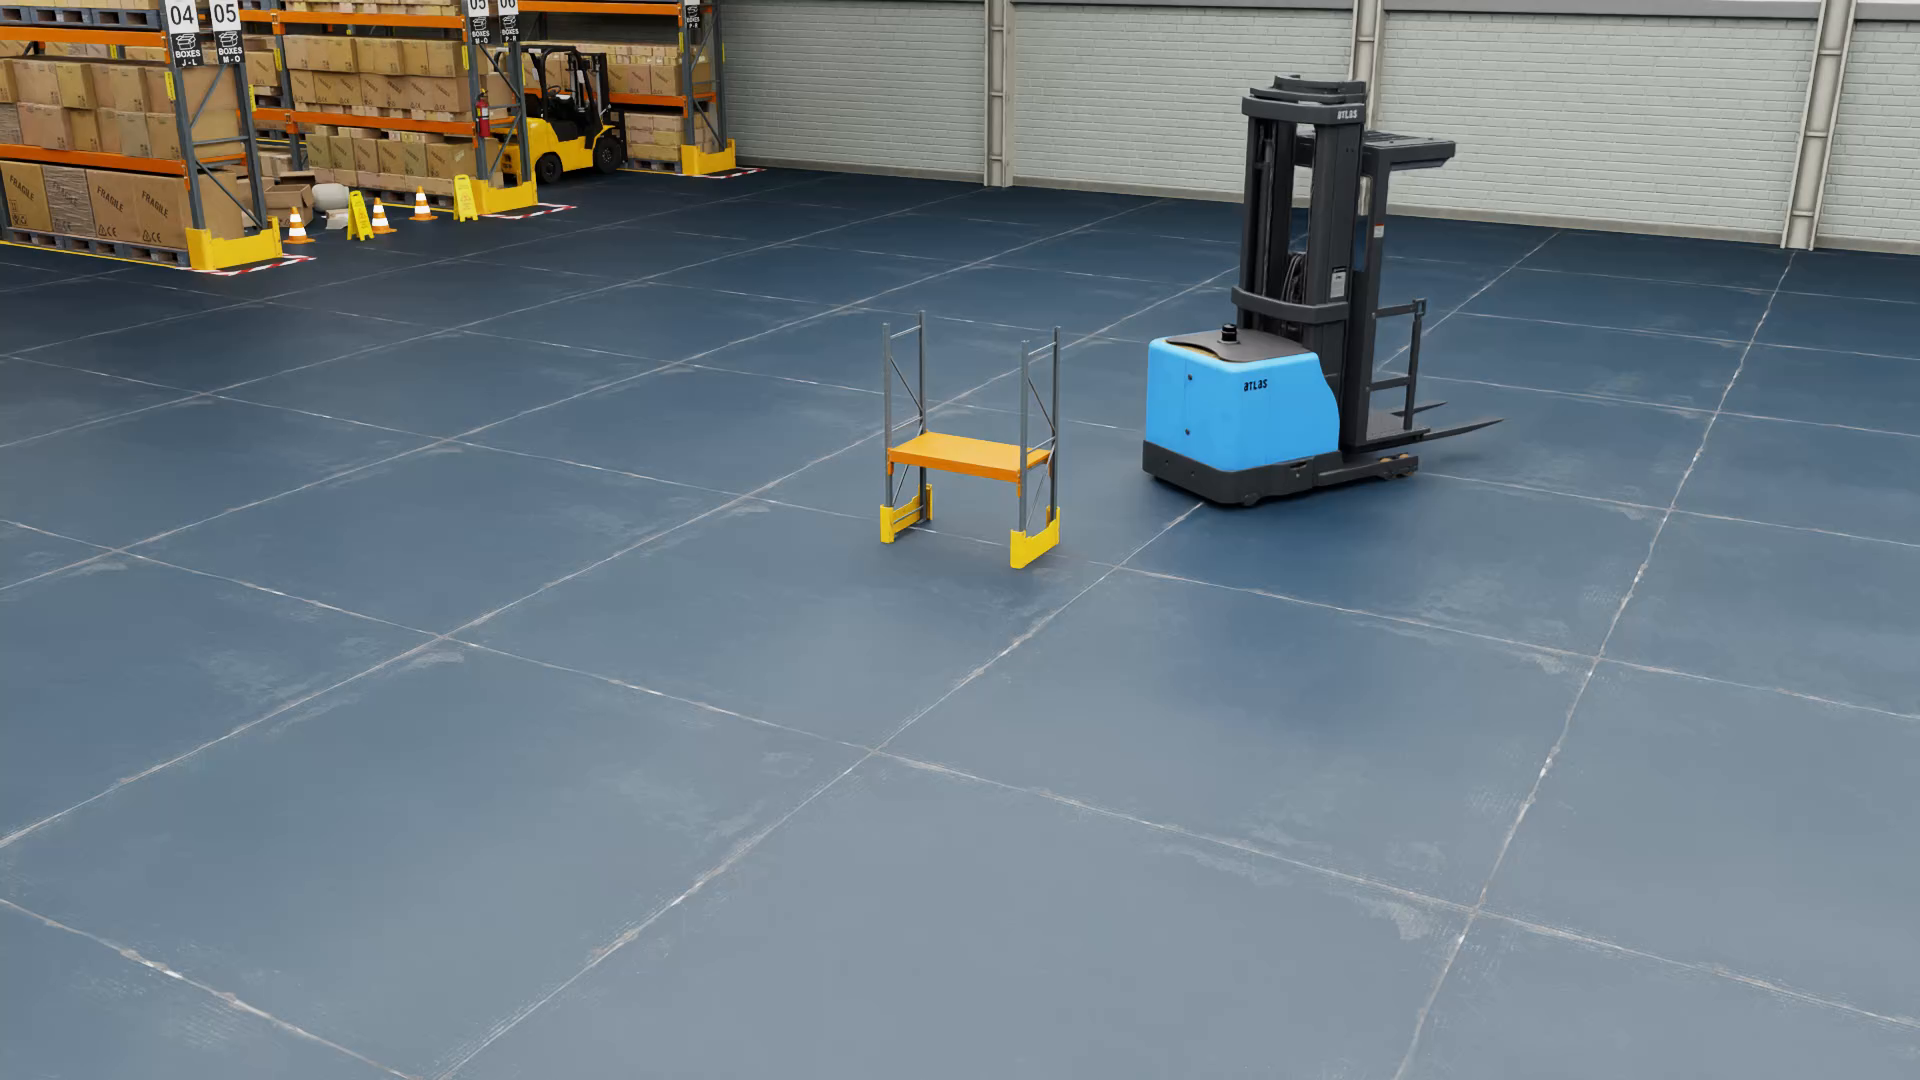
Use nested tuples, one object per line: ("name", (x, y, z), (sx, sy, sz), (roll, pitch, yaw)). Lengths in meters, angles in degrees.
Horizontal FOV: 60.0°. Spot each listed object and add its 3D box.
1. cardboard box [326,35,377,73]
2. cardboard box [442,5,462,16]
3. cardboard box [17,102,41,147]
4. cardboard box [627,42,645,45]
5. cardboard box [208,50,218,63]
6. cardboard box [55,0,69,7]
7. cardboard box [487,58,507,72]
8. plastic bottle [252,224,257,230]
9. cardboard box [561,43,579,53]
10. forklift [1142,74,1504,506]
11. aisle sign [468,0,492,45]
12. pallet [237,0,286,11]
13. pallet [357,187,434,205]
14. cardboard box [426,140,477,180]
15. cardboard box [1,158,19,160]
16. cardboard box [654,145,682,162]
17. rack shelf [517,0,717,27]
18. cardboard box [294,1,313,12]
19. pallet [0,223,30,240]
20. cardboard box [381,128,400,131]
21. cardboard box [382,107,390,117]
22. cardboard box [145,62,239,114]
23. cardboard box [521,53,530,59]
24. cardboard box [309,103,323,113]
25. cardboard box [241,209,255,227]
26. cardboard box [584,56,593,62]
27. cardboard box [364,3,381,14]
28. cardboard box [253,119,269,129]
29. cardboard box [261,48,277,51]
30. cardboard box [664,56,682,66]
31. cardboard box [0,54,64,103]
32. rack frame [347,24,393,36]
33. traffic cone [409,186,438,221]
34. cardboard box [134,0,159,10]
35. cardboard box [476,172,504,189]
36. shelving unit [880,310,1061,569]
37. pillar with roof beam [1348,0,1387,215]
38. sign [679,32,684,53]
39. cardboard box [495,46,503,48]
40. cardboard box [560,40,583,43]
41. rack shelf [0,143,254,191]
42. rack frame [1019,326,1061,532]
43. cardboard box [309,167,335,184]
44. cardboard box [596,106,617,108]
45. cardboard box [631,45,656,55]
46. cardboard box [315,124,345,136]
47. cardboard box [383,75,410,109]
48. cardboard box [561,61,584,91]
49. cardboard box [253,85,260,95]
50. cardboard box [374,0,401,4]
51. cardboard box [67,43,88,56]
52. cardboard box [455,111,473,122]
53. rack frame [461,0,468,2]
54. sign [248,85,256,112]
("cardboard box", (-9.199, -7.428, 25.395), (0.500, 0.500, 0.700), (10, 22, 26))
("cardboard box", (-7.294, -7.695, 24.149), (0.250, 0.149, 0.380), (11, 23, 28))
("cardboard box", (-11.845, -5.530, 21.990), (0.550, 0.550, 0.875), (11, 23, 27))
("cardboard box", (-5.699, -8.765, 29.594), (0.250, 0.149, 0.380), (10, 22, 26))
("cardboard box", (-11.734, -7.655, 26.869), (0.500, 0.500, 0.500), (12, 23, 29))
("cardboard box", (-10.959, -6.681, 20.592), (0.250, 0.149, 0.380), (11, 23, 28))
("cardboard box", (-8.474, -8.740, 30.549), (0.500, 0.250, 0.500), (10, 22, 26))
("plastic bottle", (-9.865, -4.414, 23.445), (0.283, 0.061, 0.133), (3, 20, 9))
("cardboard box", (-6.873, -8.756, 29.570), (0.250, 0.149, 0.380), (10, 22, 26))
("forklift", (2.913, -1.974, 12.509), (3.031, 2.935, 1.130), (-12, 23, -29))
("aisle sign", (-6.933, -7.552, 23.974), (0.004, 0.787, 0.394), (11, 23, 27))
("pallet", (-10.825, -8.548, 26.409), (1.003, 0.211, 1.213), (11, 23, 27))
("pallet", (-8.665, -5.478, 26.156), (1.213, 0.211, 1.003), (11, 23, 27))
("cardboard box", (-7.673, -5.740, 25.106), (0.500, 0.500, 0.500), (11, 23, 28))
("cardboard box", (-13.250, -4.818, 22.932), (0.750, 0.750, 1.050), (11, 23, 27))
("cardboard box", (-4.993, -6.794, 29.113), (0.500, 0.250, 0.500), (11, 23, 28))
("rack shelf", (-6.175, -9.310, 29.287), (4.000, 0.370, 1.077), (11, 23, 27))
("cardboard box", (-9.985, -8.198, 25.537), (0.250, 0.149, 0.380), (11, 23, 27))
("pallet", (-13.374, -4.397, 23.176), (1.213, 0.211, 1.003), (11, 23, 27))
("cardboard box", (-10.875, -8.209, 32.463), (0.625, 0.625, 0.875), (12, 23, 29))
("cardboard box", (-8.602, -6.567, 25.439), (0.250, 0.149, 0.380), (11, 23, 27))
("cardboard box", (-9.477, -5.588, 20.567), (0.550, 0.550, 0.875), (11, 23, 27))
("cardboard box", (-7.771, -8.791, 30.103), (0.250, 0.149, 0.380), (10, 22, 26))
("cardboard box", (-9.974, -6.800, 26.080), (0.250, 0.149, 0.380), (12, 23, 29))
("cardboard box", (-10.265, -4.579, 23.599), (0.258, 0.266, 0.396), (16, 25, 36))
("cardboard box", (-6.430, -8.528, 29.378), (0.250, 0.149, 0.380), (10, 22, 26))
("cardboard box", (-8.657, -7.937, 24.817), (0.250, 0.149, 0.380), (10, 22, 27))
("cardboard box", (-14.123, -8.690, 33.973), (0.500, 0.500, 0.500), (10, 22, 27))
("cardboard box", (-11.045, -7.723, 27.058), (0.500, 0.500, 0.500), (11, 23, 27))
("cardboard box", (-4.868, -8.231, 28.560), (0.250, 0.149, 0.380), (11, 23, 28))
("cardboard box", (-12.359, -6.108, 22.002), (0.550, 0.550, 0.875), (11, 23, 27))
("rack frame", (-11.413, -9.236, 32.427), (0.127, 3.000, 1.000), (11, 23, 27))
("traffic cone", (-7.851, -4.922, 24.255), (0.334, 0.463, 0.336), (11, 23, 27))
("cardboard box", (-9.627, -6.427, 19.892), (0.250, 0.149, 0.380), (11, 23, 27))
("cardboard box", (-7.415, -5.548, 25.678), (0.500, 0.250, 0.500), (11, 22, 27))
("shelving unit", (0.067, -0.692, 11.074), (1.083, 1.500, 0.587), (11, 23, 27))
("pillar with roof beam", (3.780, -7.832, 19.760), (0.400, 9.000, 9.100), (11, 23, 27))
("sign", (-4.705, -8.402, 28.082), (0.005, 0.325, 0.100), (11, 23, 27))
("cardboard box", (-8.549, -9.147, 31.084), (0.250, 0.149, 0.380), (11, 23, 27))
("cardboard box", (-7.058, -9.005, 30.257), (0.250, 0.149, 0.380), (11, 22, 27))
("rack shelf", (-10.918, -4.931, 21.615), (4.000, 0.370, 1.077), (11, 23, 27))
("rack frame", (0.518, -0.606, 10.837), (0.032, 1.500, 0.500), (11, 23, 27))
("cardboard box", (-9.955, -5.818, 26.423), (0.500, 0.250, 0.500), (10, 22, 25))
("cardboard box", (-6.512, -7.753, 30.290), (0.500, 0.250, 0.500), (11, 23, 28))
("cardboard box", (-5.497, -8.525, 28.933), (0.250, 0.149, 0.380), (11, 23, 28))
("cardboard box", (-9.875, -6.437, 26.078), (0.250, 0.149, 0.380), (11, 23, 28))
("cardboard box", (-8.324, -6.791, 25.104), (0.500, 0.500, 0.500), (11, 23, 27))
("cardboard box", (-6.755, -8.300, 29.702), (0.500, 0.500, 0.500), (11, 22, 27))
("cardboard box", (-11.144, -7.224, 26.634), (0.250, 0.149, 0.380), (10, 22, 26))
("cardboard box", (-8.318, -8.080, 24.626), (0.500, 0.250, 0.500), (12, 23, 29))
("cardboard box", (-14.861, -8.365, 28.415), (0.500, 0.500, 0.500), (11, 23, 28))
("cardboard box", (-7.277, -6.307, 24.723), (0.250, 0.149, 0.380), (12, 23, 29))
("rack frame", (-6.846, -9.247, 23.661), (0.127, 3.000, 1.000), (11, 23, 27))
("sign", (-8.896, -5.545, 20.867), (0.005, 0.325, 0.100), (11, 23, 27))
